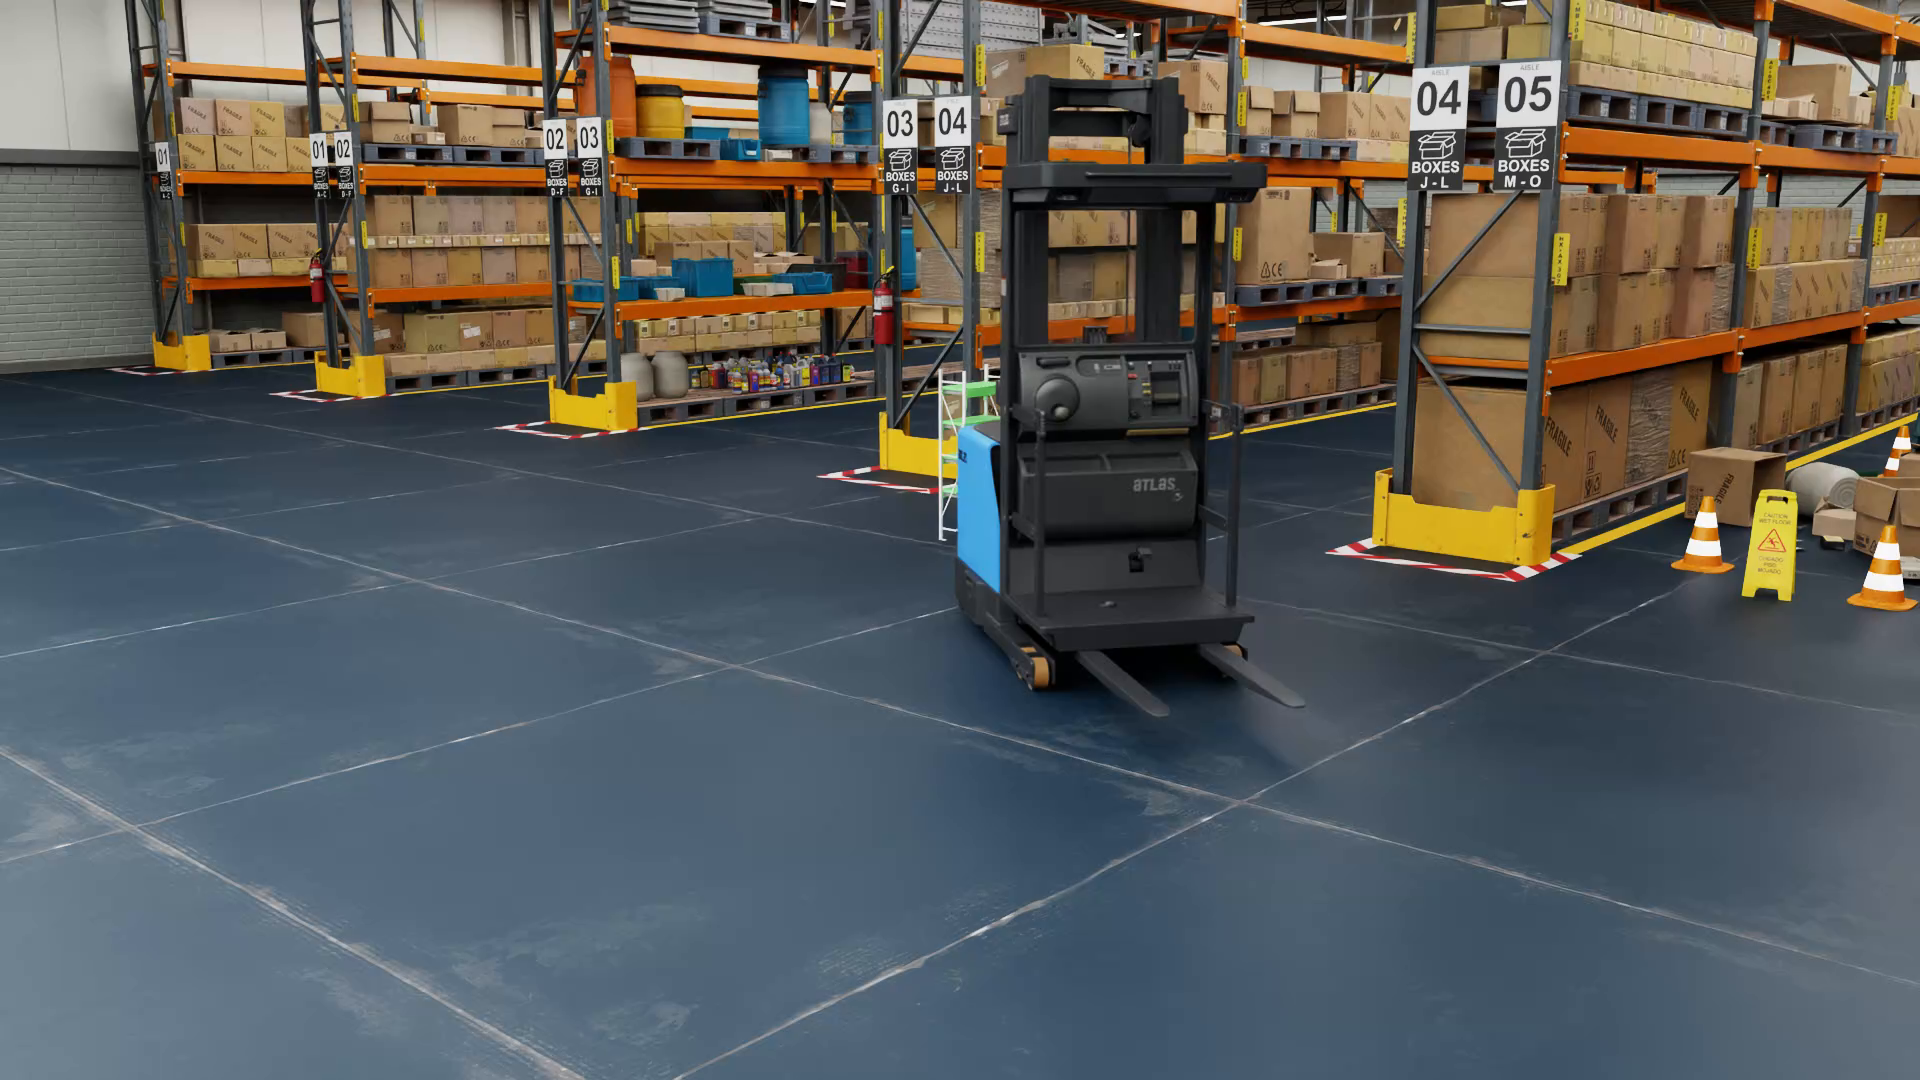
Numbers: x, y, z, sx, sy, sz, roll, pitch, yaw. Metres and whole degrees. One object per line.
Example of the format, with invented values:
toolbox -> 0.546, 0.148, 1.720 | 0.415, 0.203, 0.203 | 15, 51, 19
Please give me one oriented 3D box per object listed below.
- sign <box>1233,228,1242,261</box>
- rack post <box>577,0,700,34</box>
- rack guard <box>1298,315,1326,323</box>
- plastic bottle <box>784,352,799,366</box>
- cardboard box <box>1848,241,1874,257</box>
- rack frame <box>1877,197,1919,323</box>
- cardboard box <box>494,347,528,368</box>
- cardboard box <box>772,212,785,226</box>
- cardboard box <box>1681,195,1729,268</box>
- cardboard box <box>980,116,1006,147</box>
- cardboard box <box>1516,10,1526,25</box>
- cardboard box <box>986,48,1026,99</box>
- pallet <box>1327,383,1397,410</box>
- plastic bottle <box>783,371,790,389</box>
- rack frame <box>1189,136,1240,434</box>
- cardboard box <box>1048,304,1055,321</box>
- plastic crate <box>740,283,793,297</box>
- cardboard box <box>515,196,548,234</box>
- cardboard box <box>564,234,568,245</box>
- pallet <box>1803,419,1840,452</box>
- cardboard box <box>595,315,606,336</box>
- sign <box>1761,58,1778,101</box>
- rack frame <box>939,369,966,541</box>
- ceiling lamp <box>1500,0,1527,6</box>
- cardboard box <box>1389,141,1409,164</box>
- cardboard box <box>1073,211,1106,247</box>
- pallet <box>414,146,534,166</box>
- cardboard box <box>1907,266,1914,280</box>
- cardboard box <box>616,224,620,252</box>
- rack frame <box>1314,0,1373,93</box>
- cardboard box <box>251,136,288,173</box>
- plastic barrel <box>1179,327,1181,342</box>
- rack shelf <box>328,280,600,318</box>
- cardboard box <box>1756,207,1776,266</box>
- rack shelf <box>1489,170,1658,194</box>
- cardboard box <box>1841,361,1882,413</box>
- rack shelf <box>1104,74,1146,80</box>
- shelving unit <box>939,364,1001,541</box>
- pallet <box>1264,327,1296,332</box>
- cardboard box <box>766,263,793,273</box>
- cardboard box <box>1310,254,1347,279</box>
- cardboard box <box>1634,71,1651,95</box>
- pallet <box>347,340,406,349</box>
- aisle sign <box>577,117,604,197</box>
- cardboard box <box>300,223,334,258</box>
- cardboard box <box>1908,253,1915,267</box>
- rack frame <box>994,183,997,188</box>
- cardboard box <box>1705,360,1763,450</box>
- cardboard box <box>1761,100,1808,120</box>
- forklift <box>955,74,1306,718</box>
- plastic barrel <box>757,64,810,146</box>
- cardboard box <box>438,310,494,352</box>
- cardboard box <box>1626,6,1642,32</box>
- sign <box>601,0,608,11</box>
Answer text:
sign -> 2.809, -2.999, 16.857 | 0.100, 0.325, 0.005 | 10, 15, 40
rack post -> -3.370, -5.487, 17.483 | 0.954, 0.300, 0.937 | -10, 15, -41
rack guard -> 6.603, -3.829, 29.604 | 1.175, 0.500, 0.348 | 10, 15, 40
plastic bottle -> -2.060, -2.117, 20.290 | 0.144, 0.351, 0.185 | 10, 15, 40
cardboard box -> 9.149, -2.994, 17.092 | 0.380, 0.149, 0.250 | 10, 15, 40
rack frame -> 11.336, -3.164, 19.895 | 1.000, 3.000, 0.127 | 10, 15, 40
cardboard box -> -6.170, -2.464, 22.339 | 0.500, 0.250, 0.500 | 10, 15, 40
cardboard box -> -3.601, -6.212, 32.175 | 0.500, 0.250, 0.500 | 10, 15, 42
cardboard box -> 5.510, -2.444, 13.152 | 0.875, 0.550, 0.550 | 10, 15, 40
cardboard box -> 0.268, -3.490, 14.249 | 0.500, 0.250, 0.500 | 10, 15, 42
cardboard box -> 3.718, -3.560, 11.497 | 0.380, 0.149, 0.250 | 10, 15, 41
cardboard box -> 0.589, -4.227, 15.264 | 0.500, 0.500, 0.500 | 10, 15, 40
pallet -> 4.520, -1.750, 19.932 | 1.003, 0.211, 1.213 | 10, 15, 40
plastic bottle -> -2.040, -1.875, 19.462 | 0.097, 0.201, 0.097 | 0, 11, 0
rack frame -> 2.396, -2.643, 17.287 | 1.000, 3.000, 0.127 | 10, 15, 40
cardboard box -> 0.628, -2.051, 14.965 | 0.380, 0.149, 0.250 | 10, 15, 40
plastic crate -> -2.206, -2.883, 19.159 | 0.530, 0.136, 0.437 | 10, 15, 40
cardboard box -> -5.994, -4.396, 22.493 | 0.700, 0.500, 0.500 | 10, 15, 40
cardboard box -> -5.569, -4.110, 22.721 | 0.380, 0.149, 0.250 | 10, 15, 40
pallet -> 8.119, -1.102, 16.690 | 1.003, 0.211, 1.213 | 10, 15, 40
cardboard box -> -4.991, -3.154, 24.360 | 0.500, 0.311, 0.500 | 10, 15, 40
sign -> 6.473, -3.679, 13.292 | 0.100, 0.325, 0.005 | 10, 15, 40
rack frame -> -0.052, -0.577, 11.536 | 0.240, 1.200, 0.015 | 10, 15, 40
ceiling lamp -> 10.261, -10.923, 28.520 | 2.000, 3.185, 0.800 | 10, 15, 40
cardboard box -> 4.907, -4.528, 19.445 | 0.500, 0.250, 0.500 | 10, 15, 40
cardboard box -> 0.988, -2.932, 15.165 | 0.500, 0.500, 0.500 | 10, 15, 40
pallet -> -6.392, -5.045, 21.878 | 1.003, 0.211, 1.213 | 10, 15, 40
cardboard box -> 10.365, -2.971, 18.496 | 0.380, 0.149, 0.250 | 11, 15, 43
cardboard box -> -6.428, -5.347, 29.447 | 0.700, 0.500, 0.500 | 8, 14, 34
rack frame -> 6.597, -7.991, 28.745 | 1.000, 3.000, 0.127 | 10, 15, 40
cardboard box -> -10.277, -5.674, 24.496 | 0.500, 0.500, 0.500 | 11, 16, 43
plastic barrel -> 3.117, -3.456, 25.639 | 0.600, 0.901, 0.708 | 10, 15, 40
rack shelf -> -6.363, -3.278, 22.300 | 1.077, 0.370, 4.000 | 10, 15, 40
cardboard box -> 6.717, -2.676, 14.644 | 0.700, 0.500, 0.500 | 9, 15, 39
rack shelf -> 8.997, -5.233, 24.430 | 1.077, 0.370, 4.000 | 10, 15, 40
cardboard box -> 9.354, -1.627, 17.508 | 0.500, 0.500, 0.500 | 9, 14, 38
rack shelf -> 2.636, -6.559, 24.435 | 1.077, 0.370, 4.000 | 10, 15, 40
shelving unit -> 0.109, -0.613, 11.716 | 0.258, 1.200, 0.503 | 10, 15, 40
pallet -> 6.024, -3.565, 29.023 | 1.003, 0.211, 1.213 | 10, 15, 40
cardboard box -> -2.788, -4.222, 25.832 | 0.380, 0.149, 0.250 | 10, 15, 40
cardboard box -> 4.139, -3.092, 18.802 | 0.396, 0.266, 0.258 | 9, 15, 39
cardboard box -> 4.548, -3.159, 11.524 | 0.380, 0.149, 0.250 | 10, 15, 41
pallet -> -9.183, -3.094, 26.662 | 1.003, 0.211, 1.213 | 10, 15, 40
aisle sign -> -3.792, -3.922, 17.049 | 0.394, 0.787, 0.004 | 10, 15, 40
cardboard box -> -9.854, -4.536, 25.178 | 0.500, 0.500, 0.500 | 10, 15, 42
cardboard box -> 10.354, -3.114, 18.455 | 0.380, 0.149, 0.250 | 10, 15, 41
rack frame -> 0.238, -5.102, 29.595 | 1.000, 3.000, 0.127 | 10, 15, 40
cardboard box -> 6.398, -1.193, 14.697 | 1.050, 0.750, 0.750 | 10, 15, 40
cardboard box -> 7.176, -3.762, 14.546 | 0.380, 0.149, 0.250 | 10, 15, 40
forklift -> 0.801, -0.789, 8.178 | 1.130, 2.935, 3.031 | -3, 12, -13
plastic barrel -> -2.062, -5.074, 19.445 | 0.600, 0.901, 0.708 | 10, 15, 40
cardboard box -> -6.513, -2.761, 21.908 | 0.500, 0.500, 0.500 | 10, 15, 40
cardboard box -> 4.377, -3.512, 11.255 | 0.380, 0.149, 0.250 | 10, 15, 41
sign -> -3.554, -5.463, 16.620 | 0.100, 0.325, 0.005 | 10, 15, 40
